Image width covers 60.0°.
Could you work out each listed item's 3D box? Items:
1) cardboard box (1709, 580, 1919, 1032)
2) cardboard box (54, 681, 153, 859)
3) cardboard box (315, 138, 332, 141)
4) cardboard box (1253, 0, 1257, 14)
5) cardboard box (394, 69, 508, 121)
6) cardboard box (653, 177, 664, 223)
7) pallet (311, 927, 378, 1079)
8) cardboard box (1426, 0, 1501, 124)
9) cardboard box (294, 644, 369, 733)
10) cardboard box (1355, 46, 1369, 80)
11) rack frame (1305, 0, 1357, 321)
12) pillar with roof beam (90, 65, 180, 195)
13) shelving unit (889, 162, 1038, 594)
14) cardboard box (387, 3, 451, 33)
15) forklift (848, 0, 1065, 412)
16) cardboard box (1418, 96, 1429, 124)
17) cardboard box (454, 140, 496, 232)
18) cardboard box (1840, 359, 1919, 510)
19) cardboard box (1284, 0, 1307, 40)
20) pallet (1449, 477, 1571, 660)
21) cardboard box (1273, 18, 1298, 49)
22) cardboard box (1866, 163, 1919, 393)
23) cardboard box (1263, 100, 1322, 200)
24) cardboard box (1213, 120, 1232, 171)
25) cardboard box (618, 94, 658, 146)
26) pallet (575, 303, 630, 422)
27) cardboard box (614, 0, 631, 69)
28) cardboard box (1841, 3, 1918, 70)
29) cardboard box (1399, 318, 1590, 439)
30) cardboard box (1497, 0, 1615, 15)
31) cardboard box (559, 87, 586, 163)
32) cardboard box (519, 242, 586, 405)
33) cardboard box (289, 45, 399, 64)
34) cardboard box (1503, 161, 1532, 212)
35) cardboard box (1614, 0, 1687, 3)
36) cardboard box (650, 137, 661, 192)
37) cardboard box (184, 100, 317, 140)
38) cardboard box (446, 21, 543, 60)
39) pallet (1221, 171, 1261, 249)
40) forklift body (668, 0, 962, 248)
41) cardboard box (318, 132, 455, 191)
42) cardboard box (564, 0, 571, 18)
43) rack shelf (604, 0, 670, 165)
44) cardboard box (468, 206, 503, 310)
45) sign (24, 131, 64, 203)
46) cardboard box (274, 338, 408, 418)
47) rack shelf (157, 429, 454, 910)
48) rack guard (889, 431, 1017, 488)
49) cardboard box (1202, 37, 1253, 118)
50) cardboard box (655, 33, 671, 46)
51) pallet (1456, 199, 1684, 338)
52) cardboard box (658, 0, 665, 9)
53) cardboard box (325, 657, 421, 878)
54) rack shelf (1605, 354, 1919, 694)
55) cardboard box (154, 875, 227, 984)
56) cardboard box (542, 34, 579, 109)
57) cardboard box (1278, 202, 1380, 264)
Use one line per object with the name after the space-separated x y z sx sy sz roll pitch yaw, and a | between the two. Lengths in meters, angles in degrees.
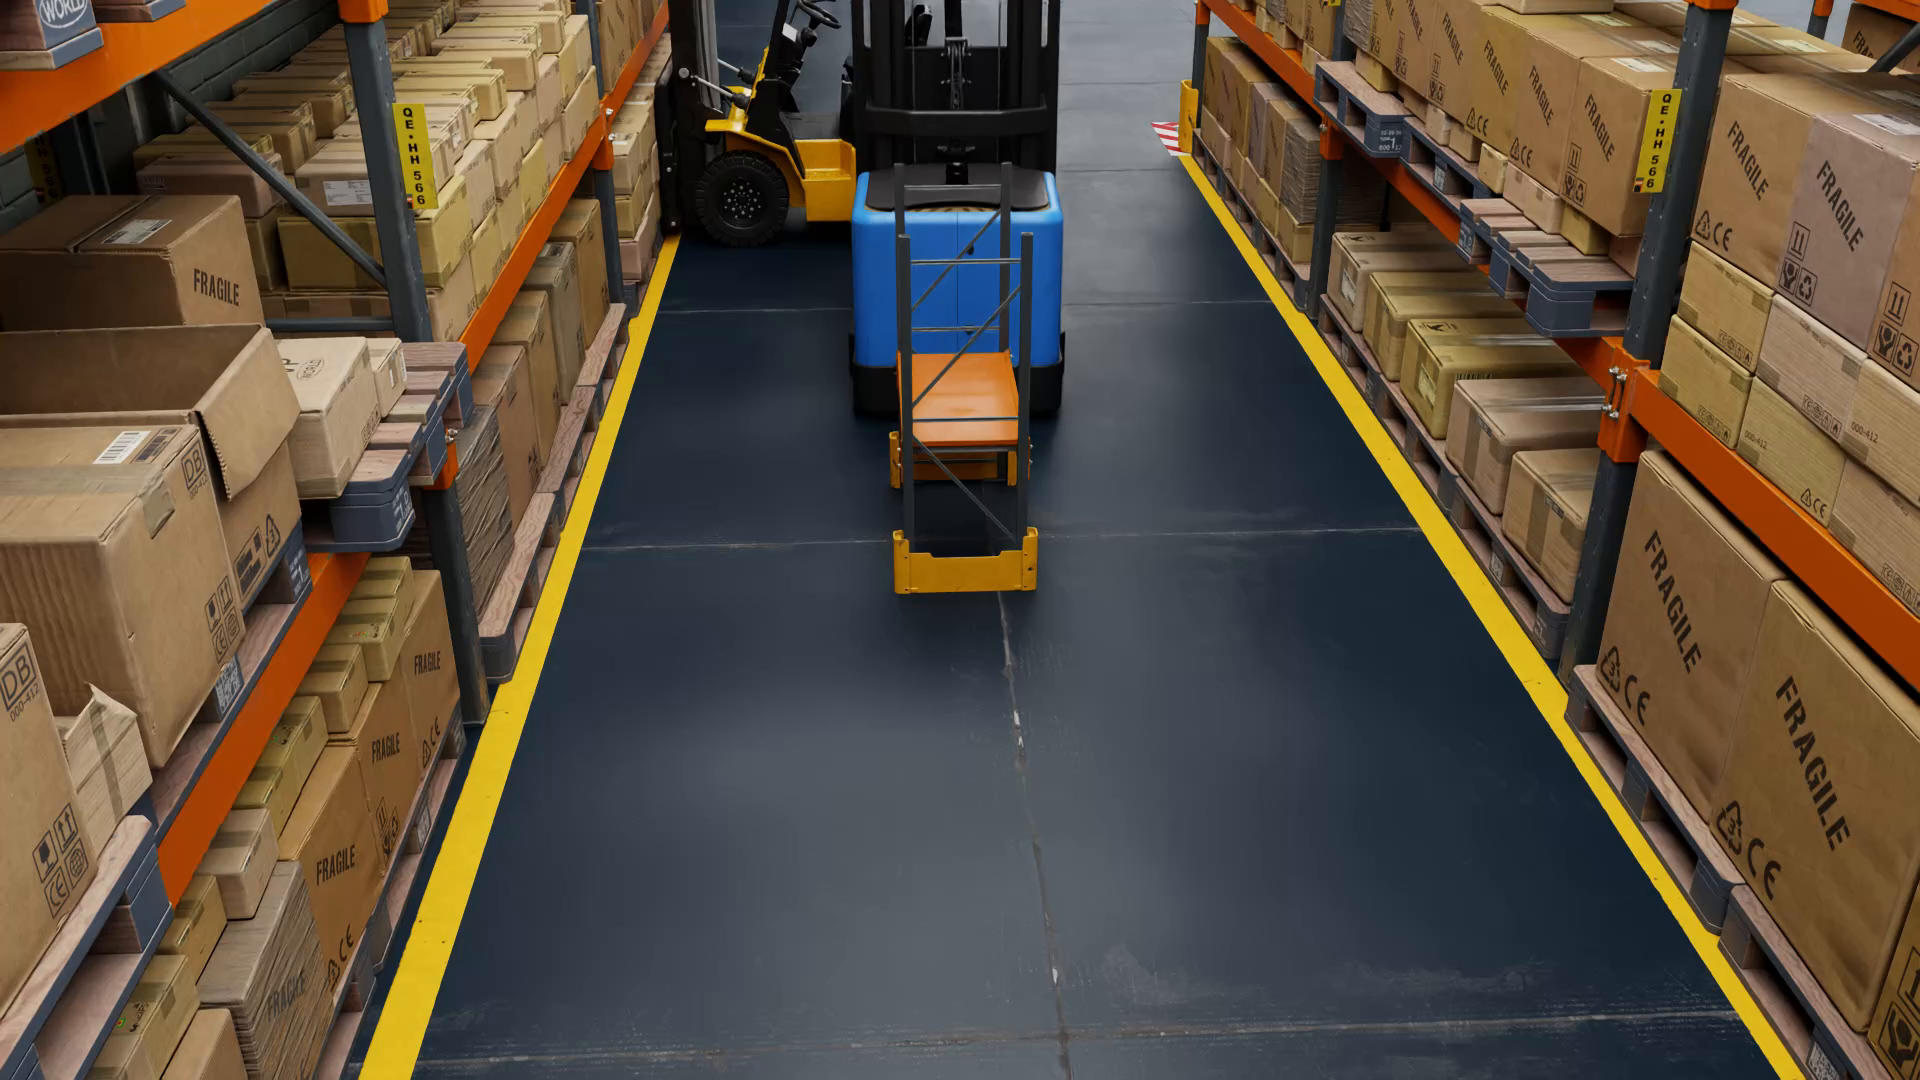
2.743 0.691 4.525 0.875 0.875 0.875 -1 28 -2 | cardboard box
-1.690 0.394 2.943 0.396 0.266 0.258 0 28 0 | cardboard box
-2.562 -1.500 6.503 0.500 0.250 0.500 -2 28 -3 | cardboard box
2.189 -3.621 11.220 0.380 0.149 0.250 0 28 -1 | cardboard box
-2.010 -1.758 6.568 0.380 0.149 0.250 -1 28 -2 | cardboard box
-2.197 -2.193 10.730 0.500 0.250 0.500 -1 28 -2 | cardboard box
-2.147 1.468 4.207 1.003 0.211 1.213 -1 28 -3 | pallet
2.353 -2.087 7.124 0.500 0.500 0.500 -2 28 -5 | cardboard box
-1.916 0.428 4.733 0.380 0.149 0.250 -2 28 -4 | cardboard box
2.252 -2.457 8.535 0.380 0.149 0.250 -1 28 -2 | cardboard box
2.539 -2.645 9.078 1.000 3.000 0.127 -1 28 -3 | rack frame
1.122 -4.020 5.227 9.100 9.000 0.400 -1 28 -3 | pillar with roof beam
-0.004 -0.700 6.971 0.587 1.500 1.083 -1 28 -3 | shelving unit
-2.640 -2.447 7.889 0.380 0.149 0.250 -1 28 -3 | cardboard box
-0.025 -2.579 9.025 1.130 2.935 3.031 0 28 0 | forklift
2.330 -1.978 7.617 0.380 0.149 0.250 -1 28 -2 | cardboard box
-2.013 -1.273 6.069 0.500 0.250 0.500 -1 28 -1 | cardboard box
2.567 -0.244 4.095 0.500 0.250 0.500 -1 28 -3 | cardboard box
2.233 -3.258 9.823 0.500 0.500 0.500 0 28 -1 | cardboard box
2.708 0.078 6.873 1.003 0.211 1.213 -1 28 -3 | pallet
2.161 -3.144 10.306 0.380 0.149 0.250 -2 28 -3 | cardboard box
2.576 -0.584 3.936 0.500 0.500 0.500 -1 28 -1 | cardboard box
2.211 -2.446 10.405 0.500 0.500 0.500 -1 28 -2 | cardboard box
2.115 -2.844 11.979 0.500 0.250 0.500 0 28 -1 | cardboard box
-2.184 -2.631 10.488 0.500 0.250 0.500 0 28 -1 | cardboard box
-2.341 -0.948 8.839 1.003 0.211 1.213 -1 28 -3 | pallet
-2.224 -3.019 9.687 0.500 0.500 0.500 -1 28 -2 | cardboard box
7.369 -3.591 12.735 0.875 0.875 0.875 -1 28 -2 | cardboard box
2.647 -0.771 7.872 0.950 0.372 0.625 0 28 -1 | cardboard box
2.380 -2.196 6.632 0.380 0.149 0.250 -3 28 -5 | cardboard box
-2.099 -1.998 8.000 0.500 0.250 0.500 -2 28 -3 | cardboard box
-2.347 -1.057 8.148 0.875 0.625 0.625 -2 28 -3 | cardboard box
-2.581 -1.983 6.998 0.380 0.149 0.250 -1 28 -2 | cardboard box
2.346 -1.372 6.454 0.380 0.149 0.250 -3 28 -5 | cardboard box
2.868 -2.090 7.130 0.500 0.500 0.500 -2 28 -5 | cardboard box
-2.178 -2.408 10.602 0.500 0.250 0.500 -2 28 -3 | cardboard box
-2.589 -1.504 6.081 0.380 0.149 0.250 -2 28 -4 | cardboard box
-2.089 -2.229 7.471 0.380 0.149 0.250 -2 28 -4 | cardboard box
2.402 -2.283 11.398 1.003 0.211 1.213 -1 28 -3 | pallet
-0.706 -3.163 10.988 2.313 2.155 1.214 -1 28 -3 | forklift body
-1.947 -1.286 5.662 0.380 0.149 0.250 -1 28 -2 | cardboard box
-2.178 -2.703 8.379 0.380 0.149 0.250 0 28 -1 | cardboard box
-2.523 -3.128 10.782 1.077 0.370 4.000 -1 28 -3 | rack shelf
-2.010 -1.053 6.187 0.500 0.250 0.500 -2 28 -4 | cardboard box
-2.763 -1.175 5.006 0.100 0.325 0.005 -1 28 -3 | sign
-1.792 -0.457 4.700 0.380 0.149 0.250 -1 28 -2 | cardboard box
-2.105 0.566 3.698 1.077 0.370 4.000 -1 28 -3 | rack shelf
-0.030 -0.376 7.701 0.587 0.250 0.087 -1 28 -3 | rack guard
2.098 -3.402 12.237 0.500 0.500 0.500 -2 28 -4 | cardboard box
-2.291 -3.576 12.300 0.500 0.250 0.500 0 28 -1 | cardboard box
2.604 -1.039 6.206 1.213 0.211 1.003 -1 28 -3 | pallet
-2.321 -3.954 11.480 0.500 0.500 0.500 -1 28 -1 | cardboard box
-1.957 0.667 4.976 0.500 0.500 0.500 -2 28 -3 | cardboard box
2.852 0.445 3.931 1.077 0.370 4.000 -1 28 -3 | rack shelf
-1.927 0.908 3.813 0.380 0.149 0.250 -1 28 -2 | cardboard box
-2.103 -2.221 7.885 0.500 0.250 0.500 -2 28 -4 | cardboard box
2.239 -1.879 10.127 0.500 0.250 0.500 0 28 0 | cardboard box
